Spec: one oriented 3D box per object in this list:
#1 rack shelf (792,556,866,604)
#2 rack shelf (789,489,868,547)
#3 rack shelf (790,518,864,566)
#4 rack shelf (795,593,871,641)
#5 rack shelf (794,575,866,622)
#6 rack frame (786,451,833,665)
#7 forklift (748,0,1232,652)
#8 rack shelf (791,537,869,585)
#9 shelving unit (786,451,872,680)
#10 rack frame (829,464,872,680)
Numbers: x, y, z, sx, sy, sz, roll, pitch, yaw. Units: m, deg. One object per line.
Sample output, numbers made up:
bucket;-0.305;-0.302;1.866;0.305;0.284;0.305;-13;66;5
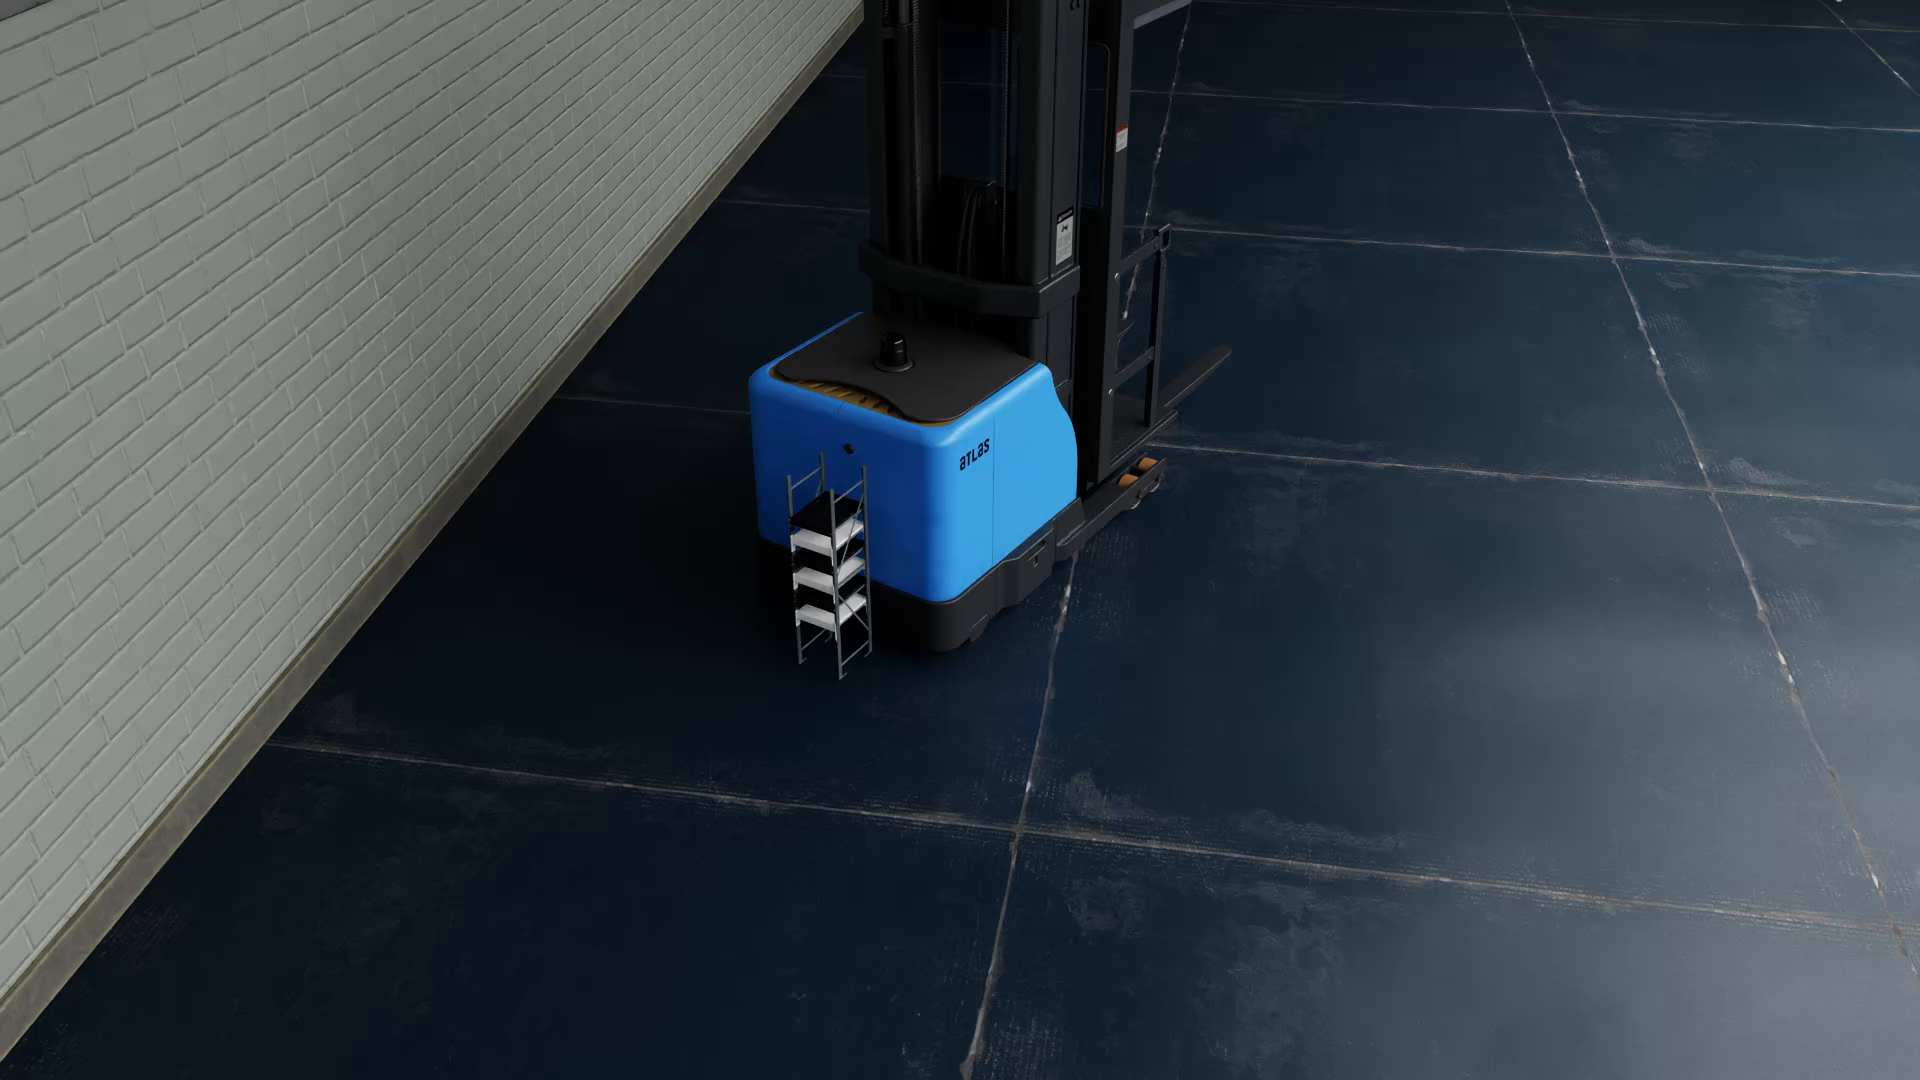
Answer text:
rack shelf;-0.522;0.139;6.742;0.200;0.077;0.258;18;36;26
rack shelf;-0.522;-0.090;6.599;0.200;0.077;0.258;18;36;26
rack shelf;-0.522;-0.013;6.647;0.200;0.077;0.258;18;36;26
rack shelf;-0.522;0.292;6.838;0.200;0.077;0.258;18;36;26
rack shelf;-0.522;0.216;6.790;0.200;0.077;0.258;18;36;26
rack frame;-0.608;0.083;6.769;0.006;0.900;0.240;18;36;26
forklift;0.349;-1.519;7.414;1.130;2.935;3.031;20;37;28
rack shelf;-0.522;0.063;6.694;0.200;0.077;0.258;18;36;26
shelving unit;-0.522;0.111;6.724;0.210;0.900;0.258;18;36;26
rack frame;-0.435;0.139;6.679;0.006;0.900;0.240;18;36;26
